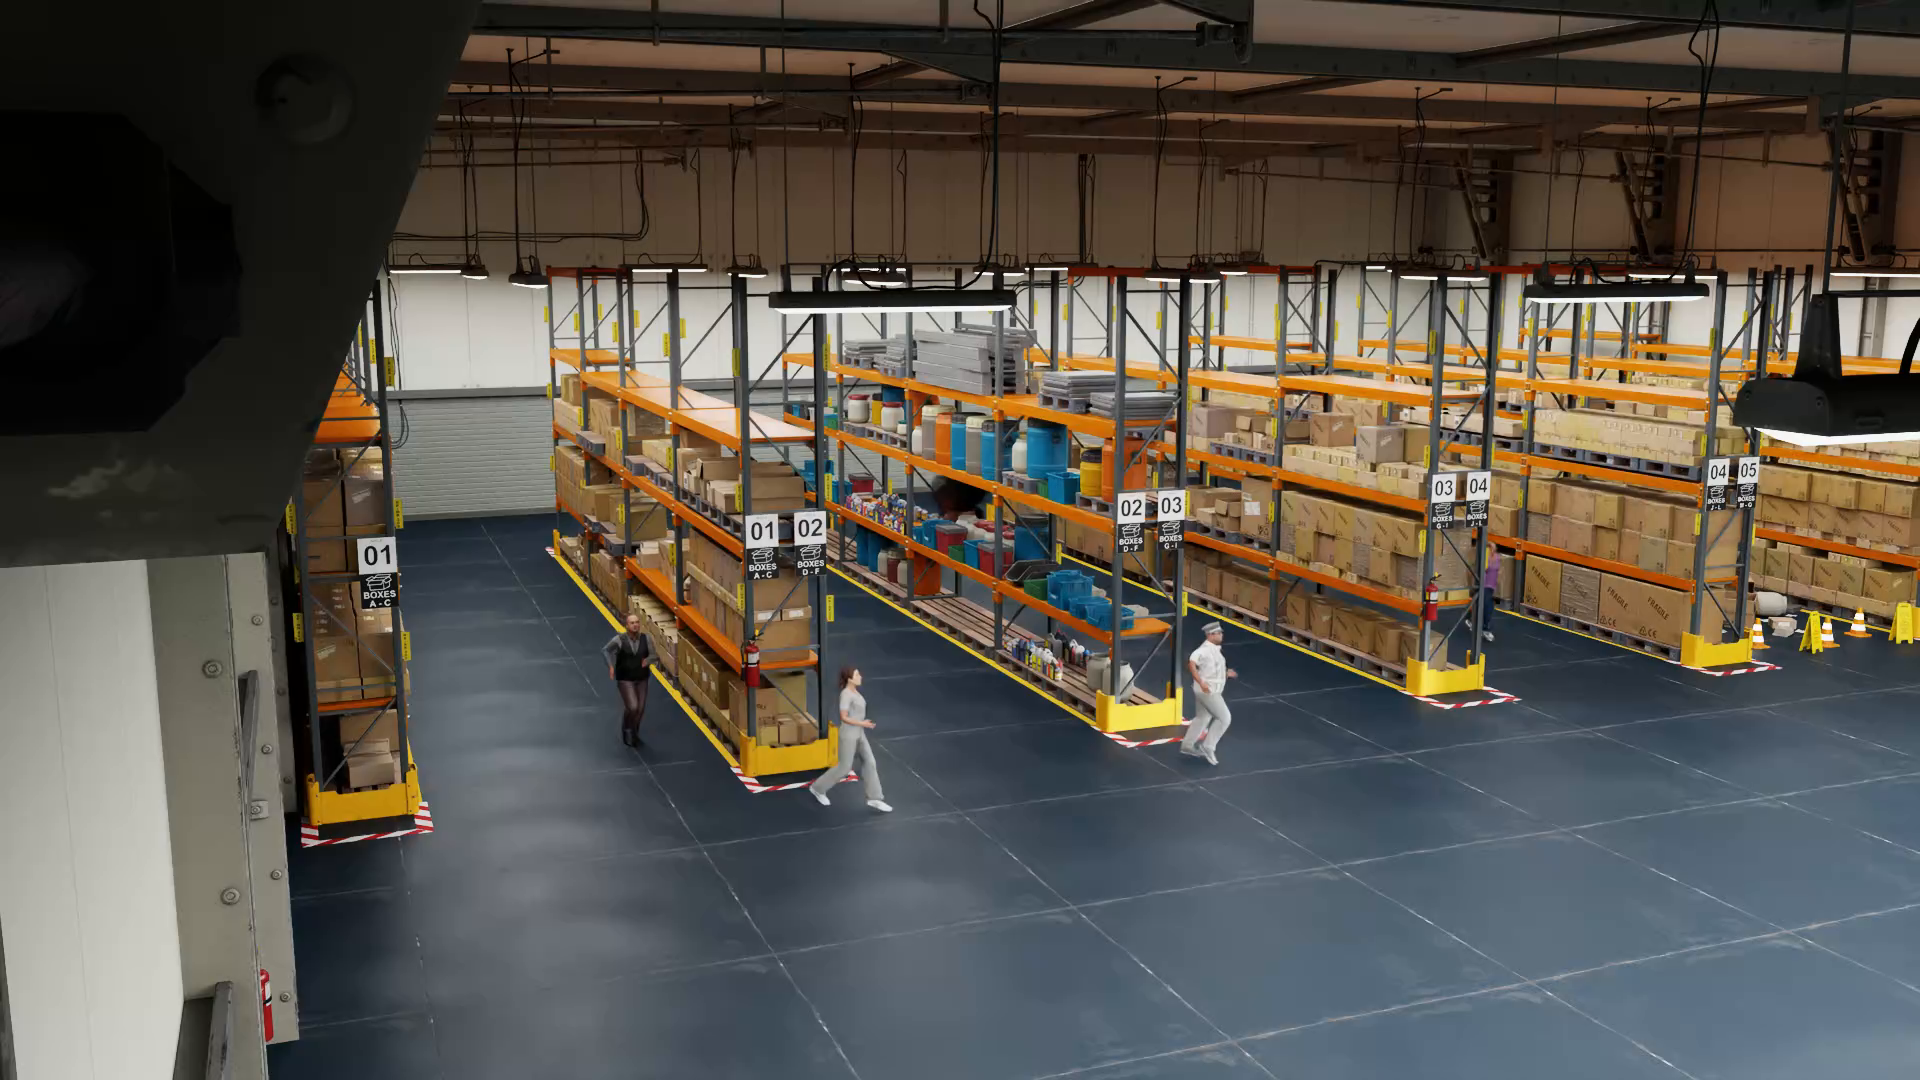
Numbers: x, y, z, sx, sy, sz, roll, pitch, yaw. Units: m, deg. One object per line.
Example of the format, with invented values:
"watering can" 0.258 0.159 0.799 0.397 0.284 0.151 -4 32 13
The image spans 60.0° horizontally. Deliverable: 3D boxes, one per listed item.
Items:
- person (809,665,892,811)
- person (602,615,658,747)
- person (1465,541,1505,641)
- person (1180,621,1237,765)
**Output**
"person" -1.232 2.243 18.921 0.973 1.669 0.603 2 10 12
"person" -4.183 1.807 21.326 0.644 1.699 0.642 -6 11 -30
"person" 8.657 0.797 27.446 0.533 1.630 0.736 -6 11 -30
"person" 3.105 1.907 20.746 0.694 1.828 0.655 2 10 12
